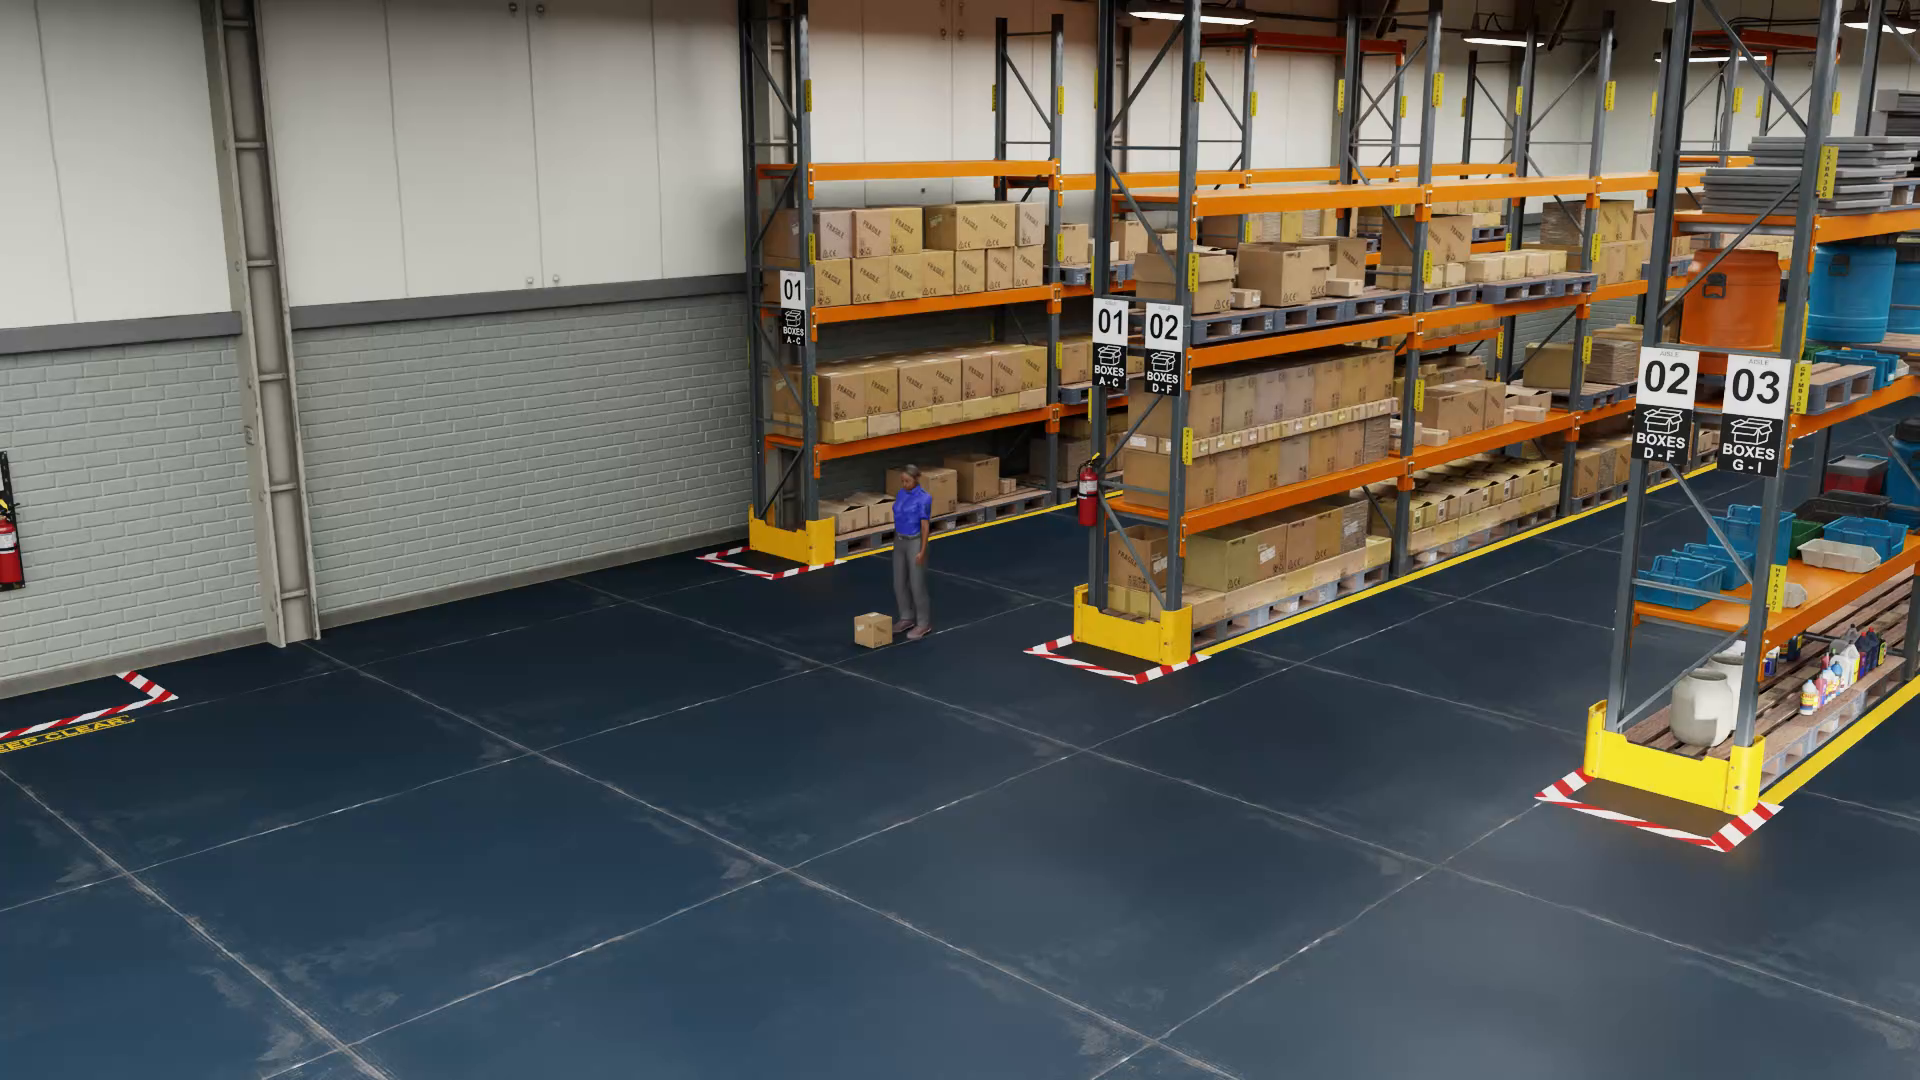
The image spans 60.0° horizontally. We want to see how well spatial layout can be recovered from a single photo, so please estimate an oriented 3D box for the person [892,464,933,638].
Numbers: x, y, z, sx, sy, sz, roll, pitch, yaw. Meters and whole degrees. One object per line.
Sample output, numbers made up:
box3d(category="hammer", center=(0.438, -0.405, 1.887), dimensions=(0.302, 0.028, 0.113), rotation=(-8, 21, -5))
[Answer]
box3d(category="person", center=(-0.456, 0.086, 15.688), dimensions=(0.304, 1.651, 0.440), rotation=(-13, 19, -43))
